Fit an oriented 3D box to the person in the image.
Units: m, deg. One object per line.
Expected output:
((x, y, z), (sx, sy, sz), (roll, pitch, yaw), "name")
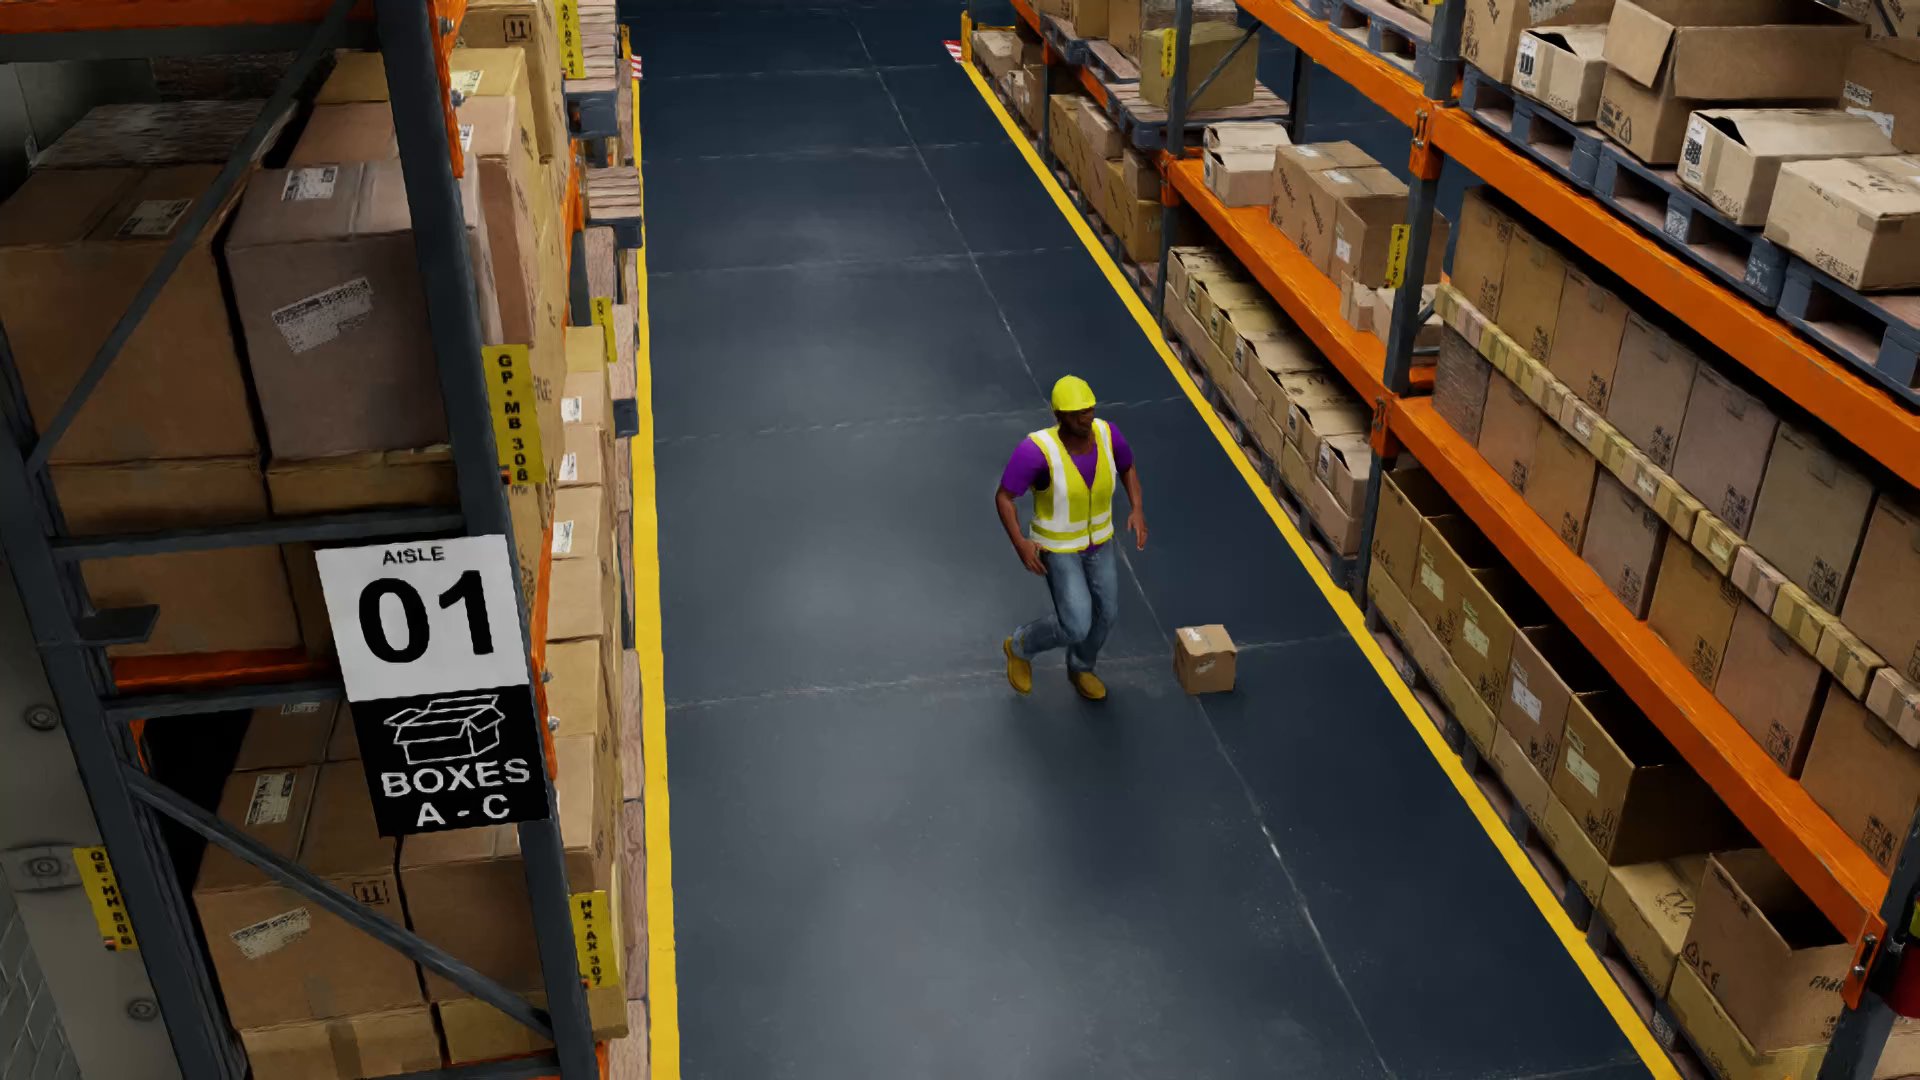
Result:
((0.590, 0.009, 8.135), (0.756, 1.730, 0.503), (-19, 36, -29), "person")
